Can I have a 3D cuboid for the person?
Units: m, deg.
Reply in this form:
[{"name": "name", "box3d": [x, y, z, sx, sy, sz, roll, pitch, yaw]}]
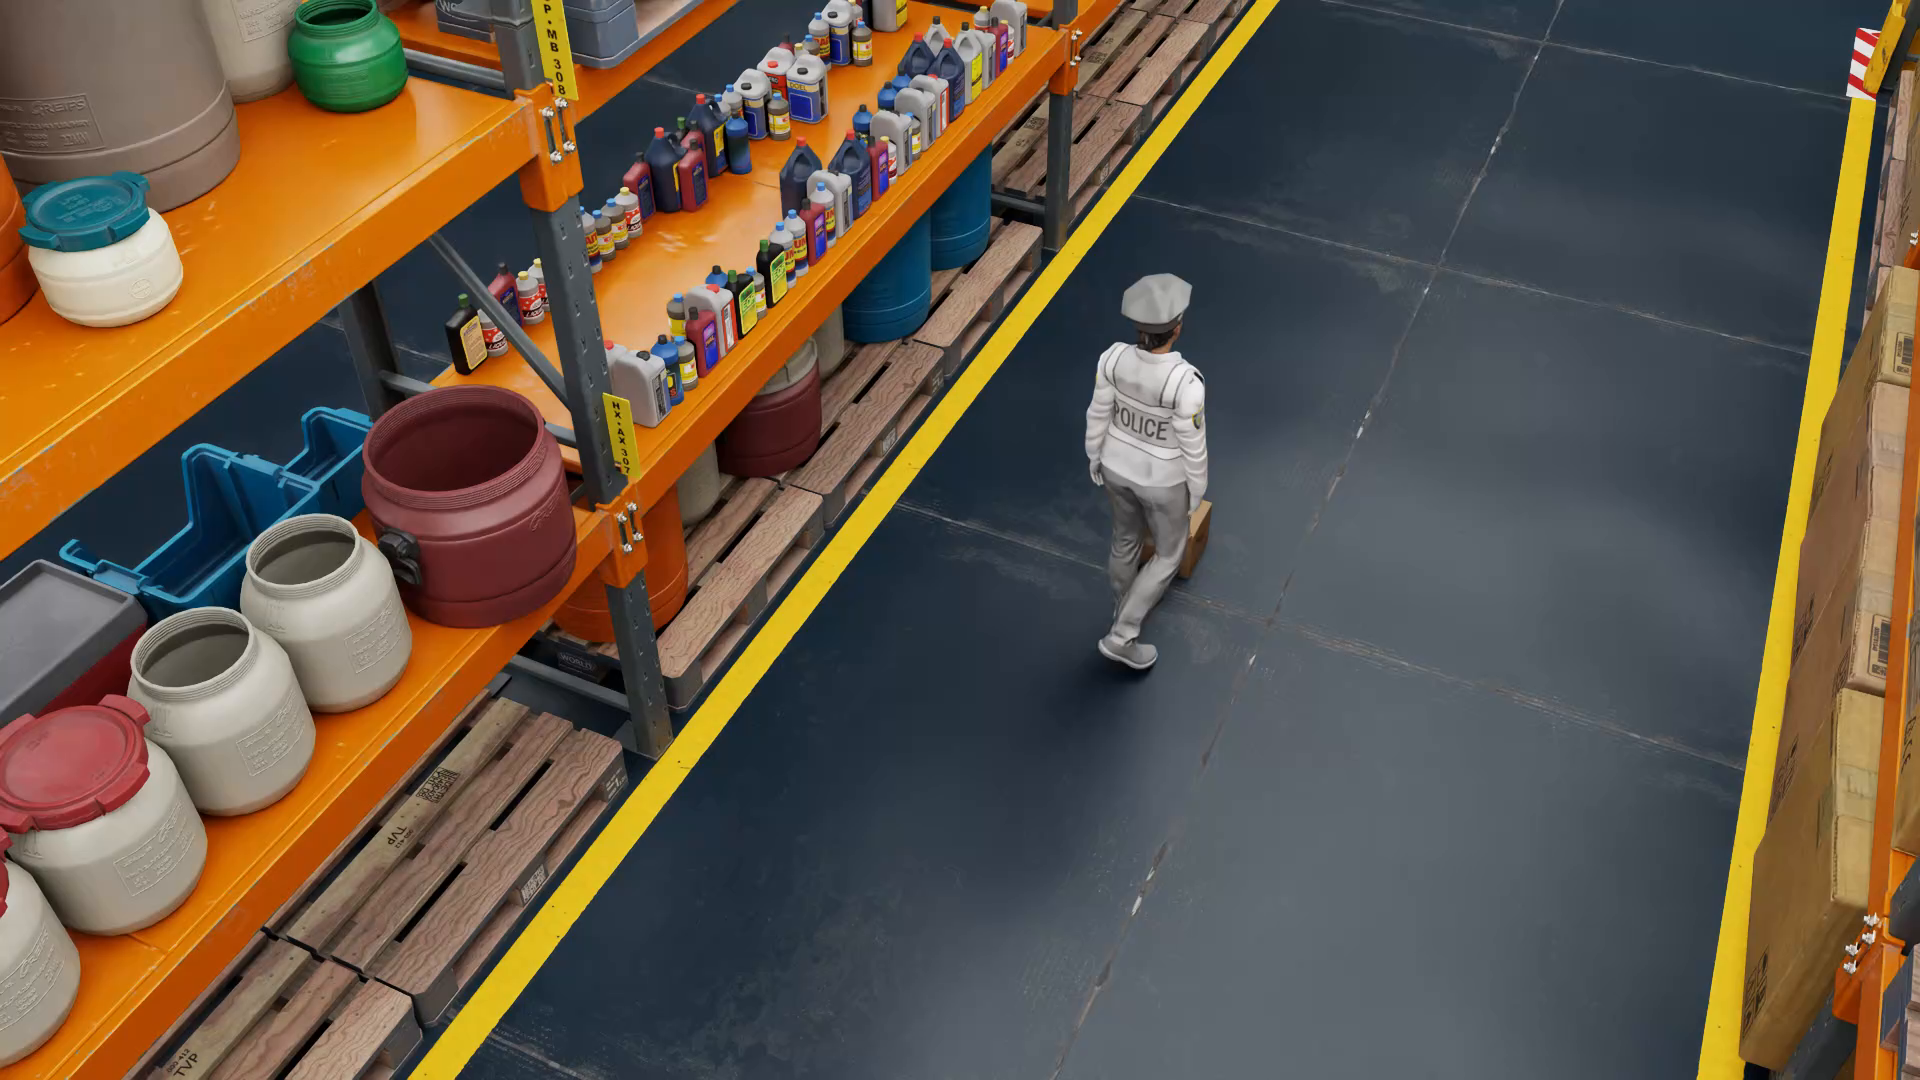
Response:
[{"name": "person", "box3d": [0.696, -0.244, 6.399, 0.500, 1.668, 0.597, 28, 49, 27]}]
